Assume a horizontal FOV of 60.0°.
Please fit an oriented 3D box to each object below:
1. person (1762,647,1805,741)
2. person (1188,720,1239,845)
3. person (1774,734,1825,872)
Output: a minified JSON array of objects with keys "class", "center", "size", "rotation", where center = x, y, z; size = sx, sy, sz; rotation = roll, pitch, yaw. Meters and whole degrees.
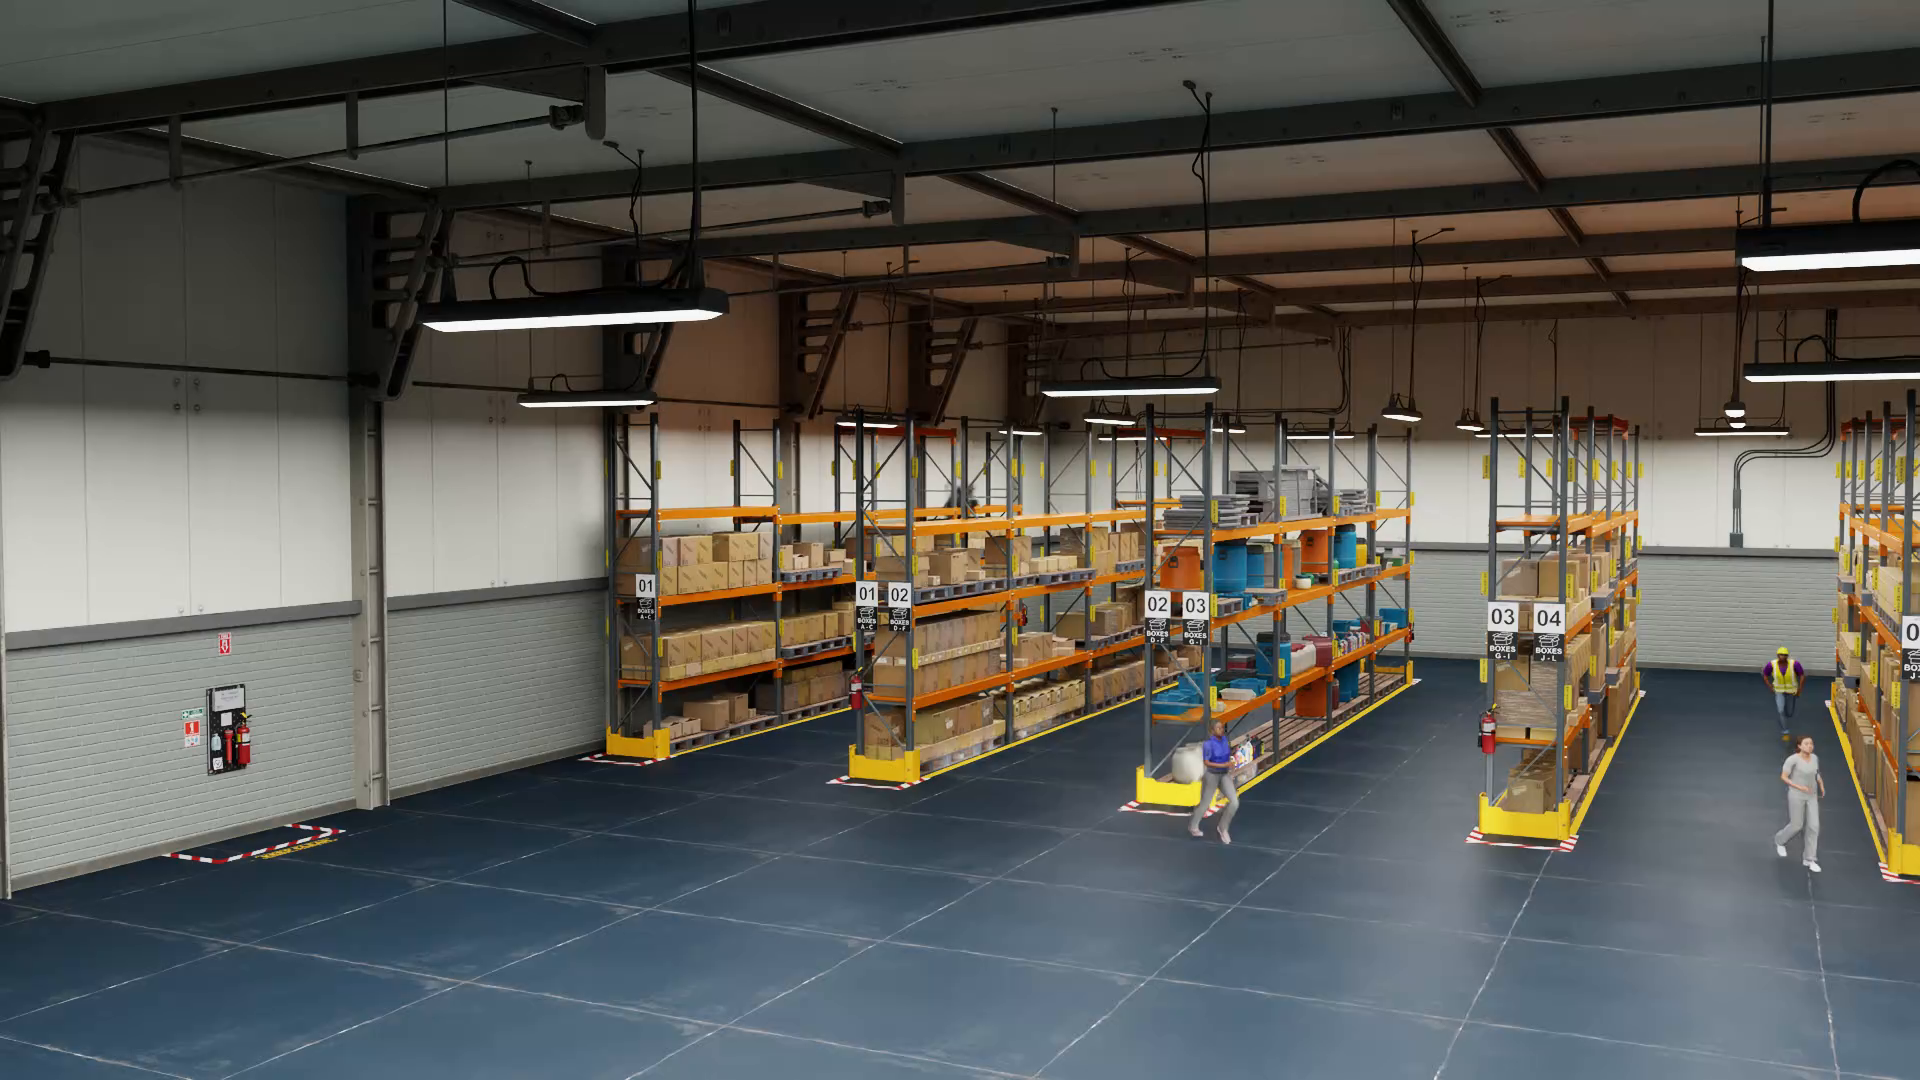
[{"class":"person","center":[15.398,2.856,31.105],"size":[0.710,1.745,0.888],"rotation":[1,3,21]},{"class":"person","center":[3.455,3.238,22.355],"size":[0.584,1.671,0.866],"rotation":[-1,3,-30]},{"class":"person","center":[10.660,3.288,21.064],"size":[0.588,1.684,0.813],"rotation":[0,2,-6]}]
